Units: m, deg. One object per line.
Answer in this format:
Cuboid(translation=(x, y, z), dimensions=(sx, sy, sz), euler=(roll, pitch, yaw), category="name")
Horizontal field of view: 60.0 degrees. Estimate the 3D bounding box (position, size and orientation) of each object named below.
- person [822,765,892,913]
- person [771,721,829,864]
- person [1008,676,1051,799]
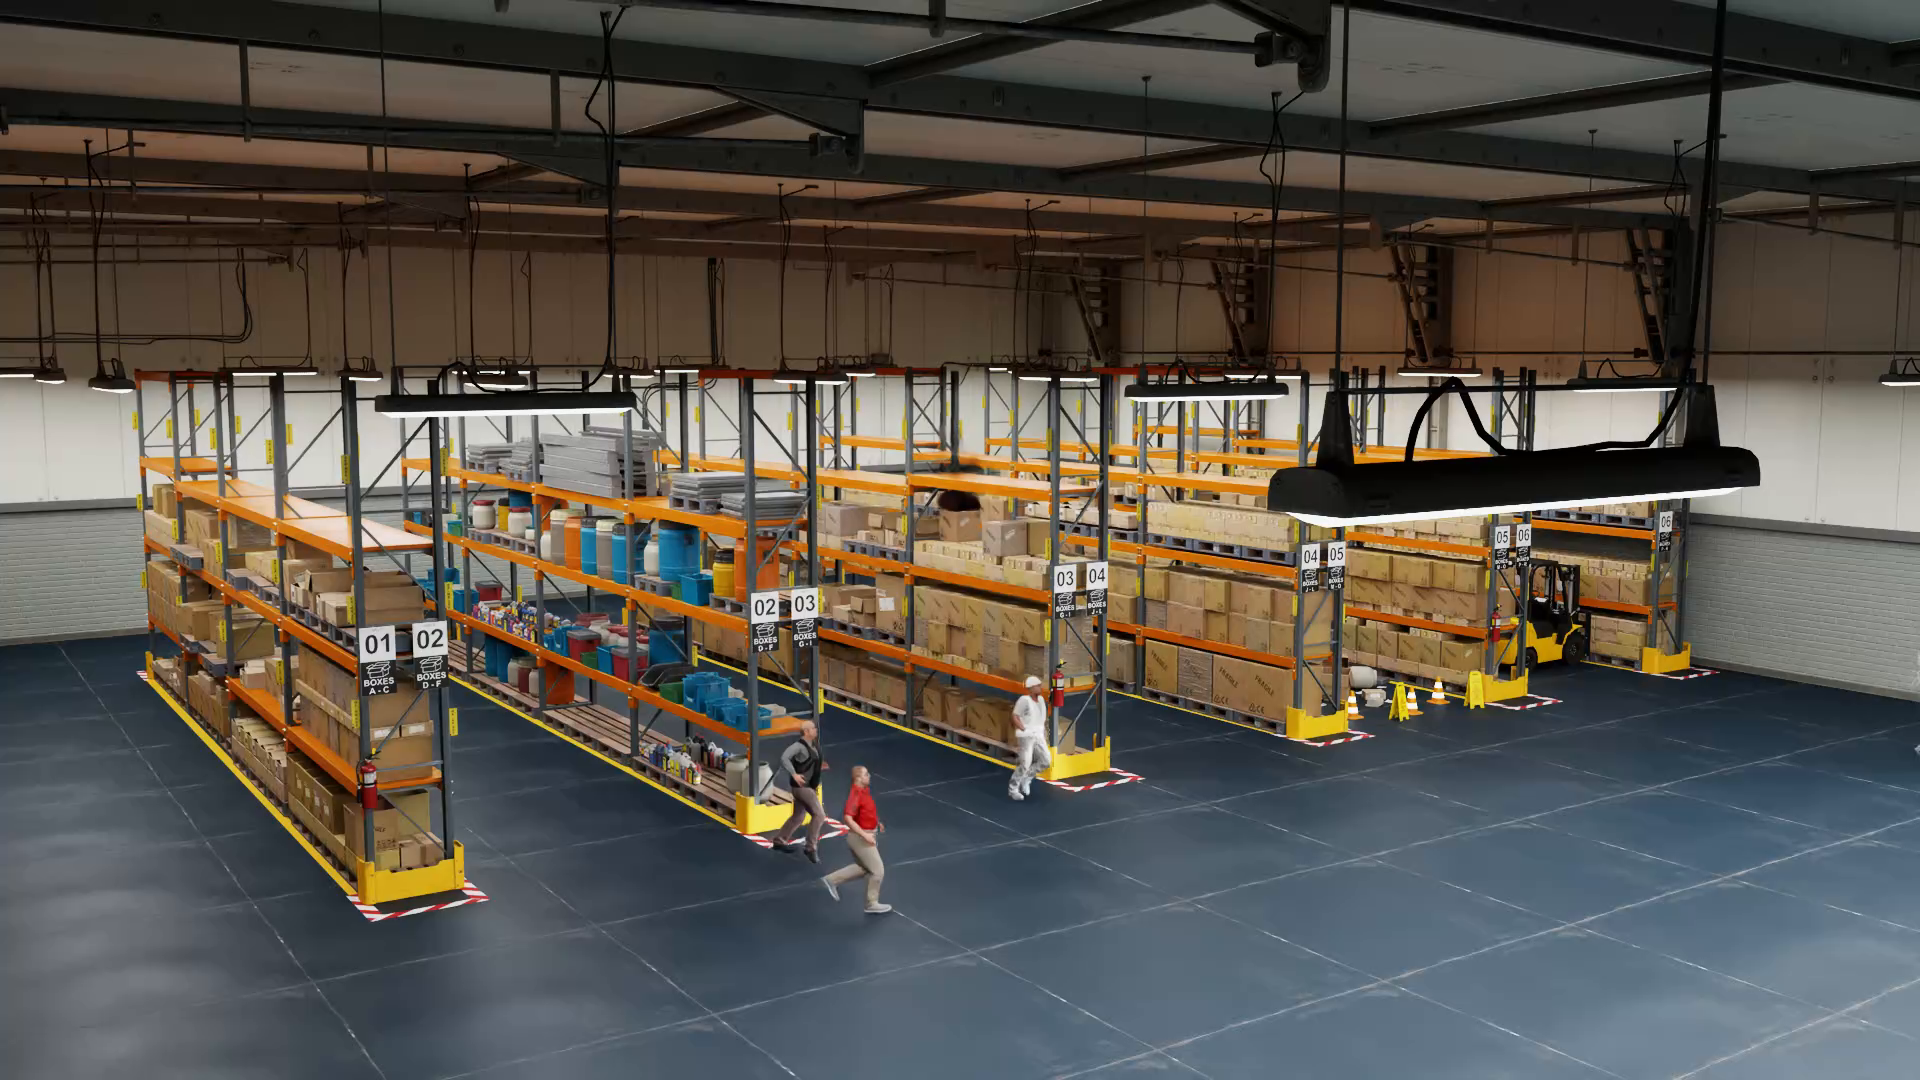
Cuboid(translation=(-1.161, 3.372, 18.778), dimensions=(0.771, 1.680, 0.699), euler=(0, 6, -3), category="person")
Cuboid(translation=(-1.999, 3.153, 20.918), dimensions=(0.727, 1.764, 0.688), euler=(1, 7, 9), category="person")
Cuboid(translation=(1.049, 2.806, 23.673), dimensions=(0.556, 1.716, 0.745), euler=(6, 9, 42), category="person")
